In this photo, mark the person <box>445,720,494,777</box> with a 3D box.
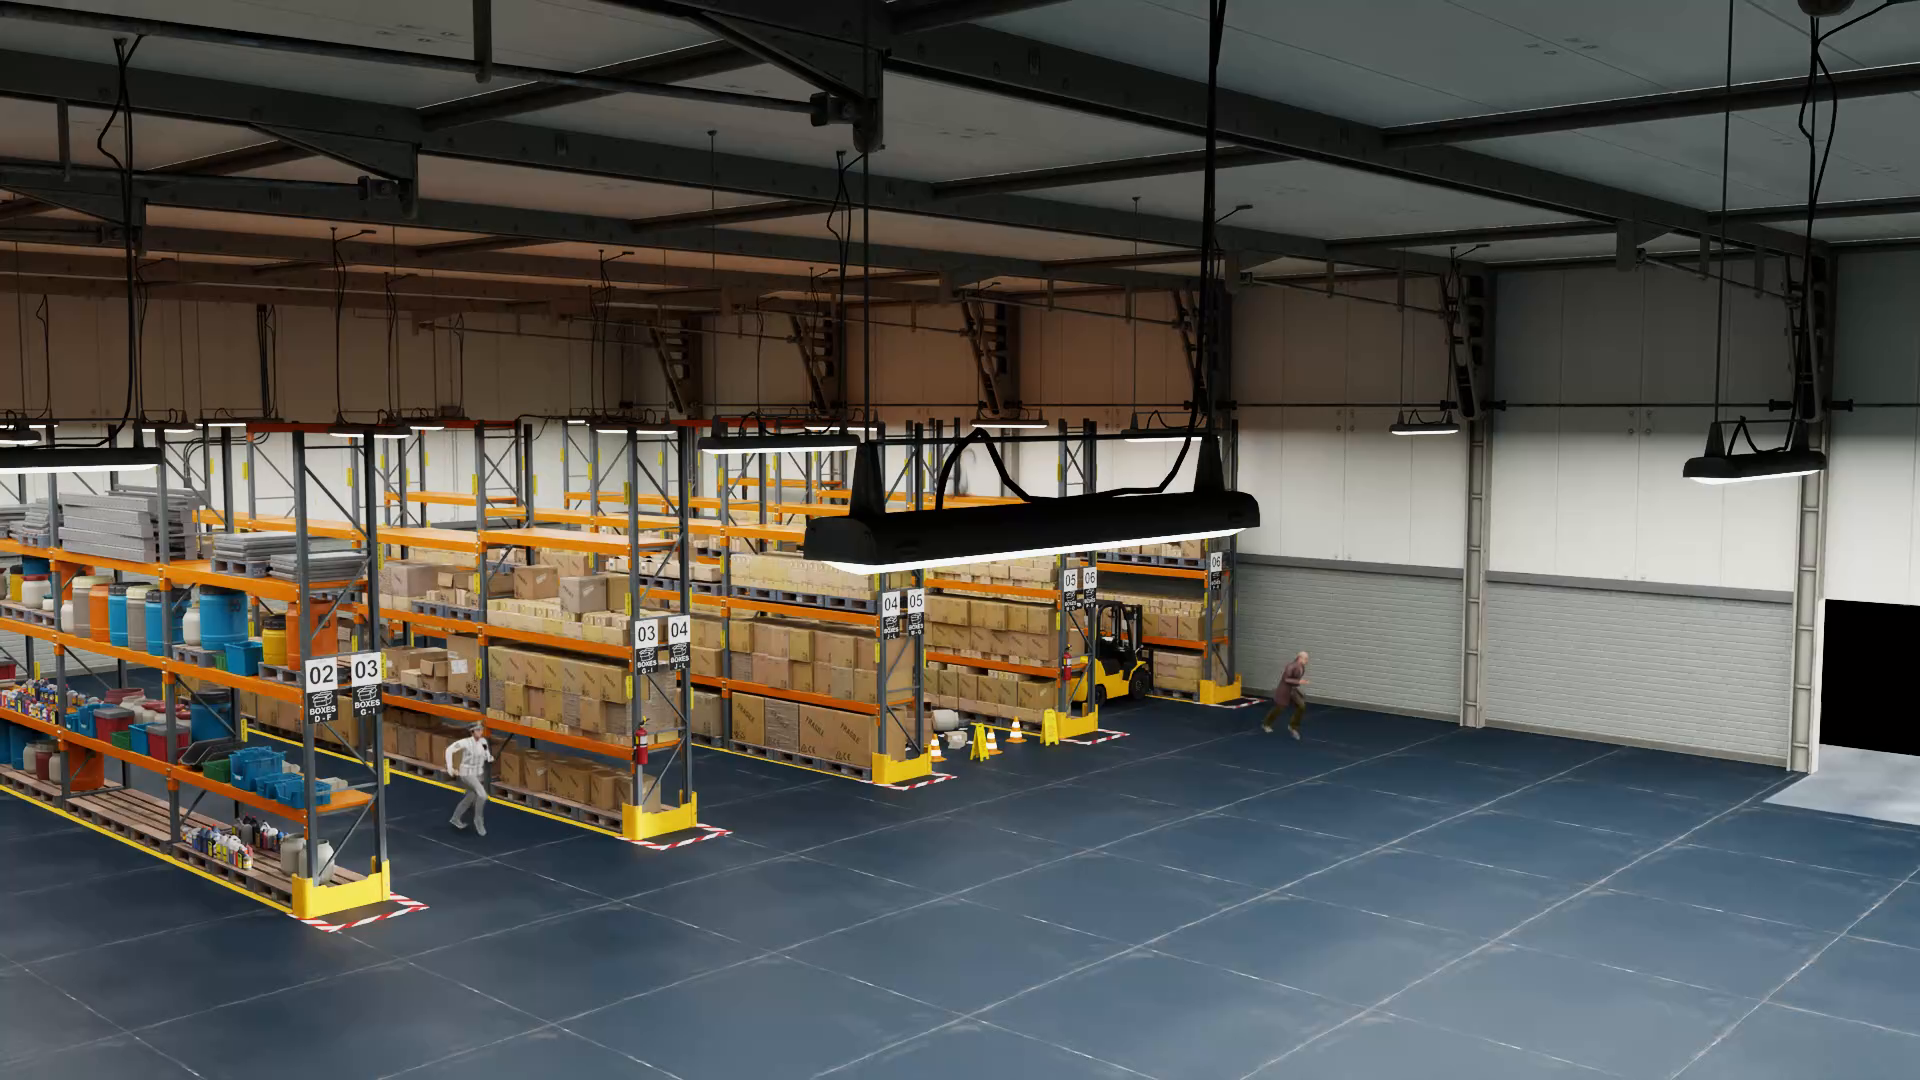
[{"bbox_3d":[-7.124,3.054,24.426,0.605,0.822,0.638,2,5,27],"label":"person"}]

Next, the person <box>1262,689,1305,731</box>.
[{"bbox_3d":[6.159,3.143,31.705,0.876,0.930,0.374,4,6,42],"label":"person"}]
